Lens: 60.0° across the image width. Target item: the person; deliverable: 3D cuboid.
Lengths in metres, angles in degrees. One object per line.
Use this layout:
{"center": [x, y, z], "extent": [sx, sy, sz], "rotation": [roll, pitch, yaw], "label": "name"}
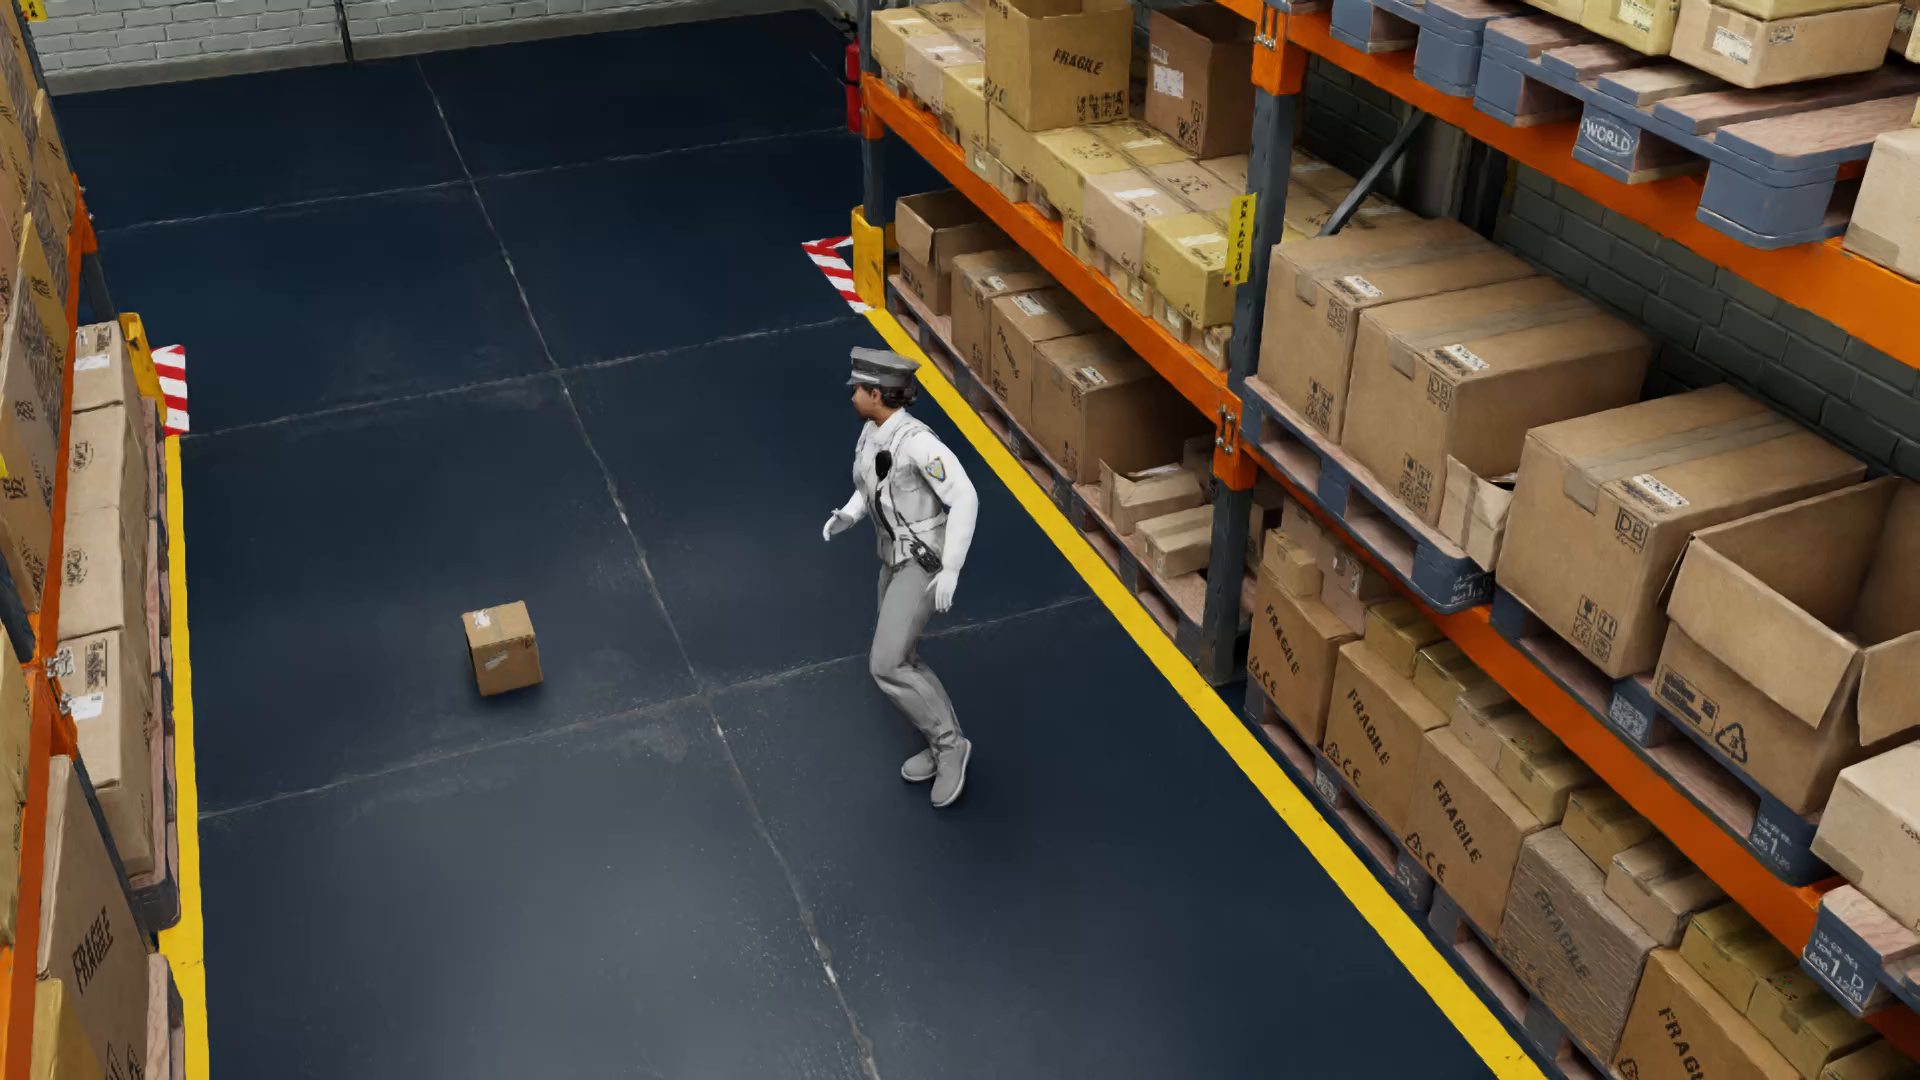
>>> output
{"center": [-0.154, 0.122, 6.041], "extent": [0.312, 1.558, 0.850], "rotation": [-14, 36, -20], "label": "person"}
